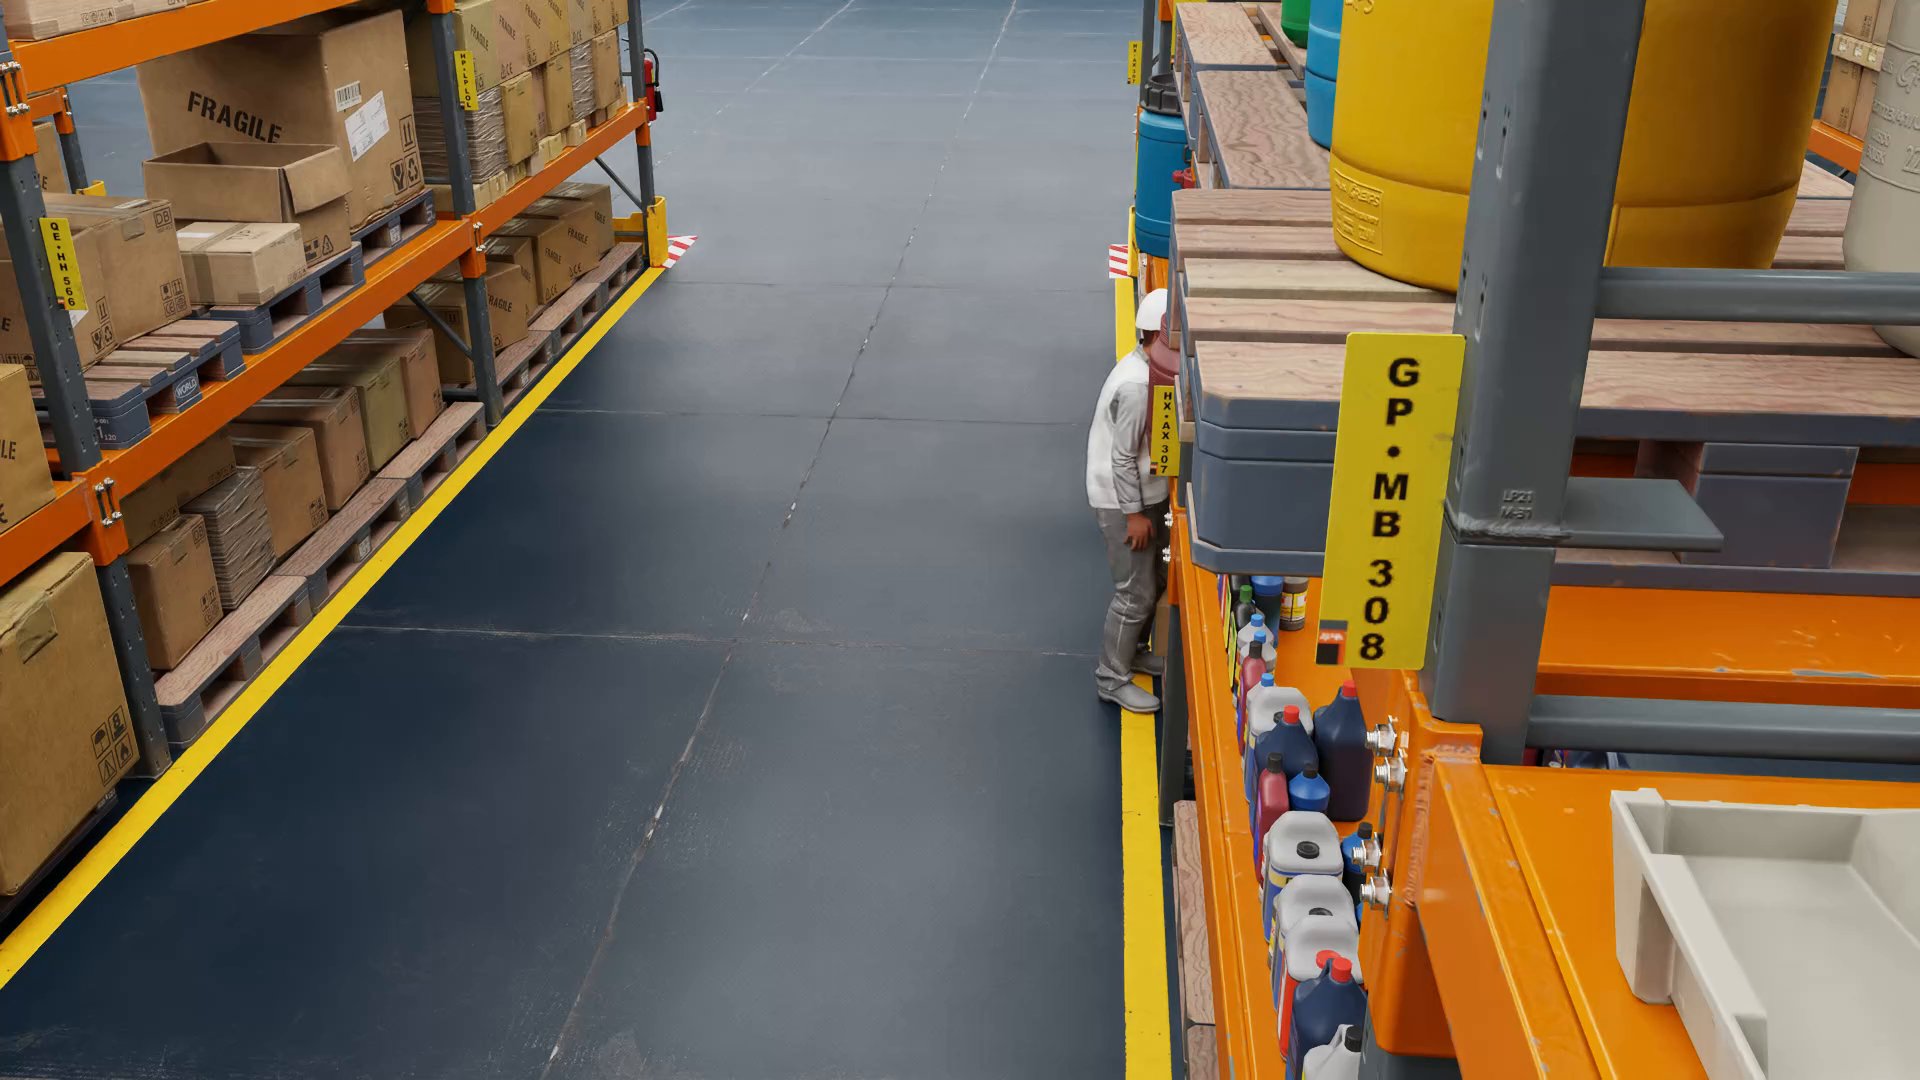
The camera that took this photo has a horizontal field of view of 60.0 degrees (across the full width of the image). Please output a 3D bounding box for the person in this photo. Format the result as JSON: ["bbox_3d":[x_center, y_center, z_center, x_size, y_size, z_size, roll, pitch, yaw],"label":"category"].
[{"bbox_3d":[0.764,-0.187,6.984,0.461,1.772,0.584,8,26,17],"label":"person"}]
